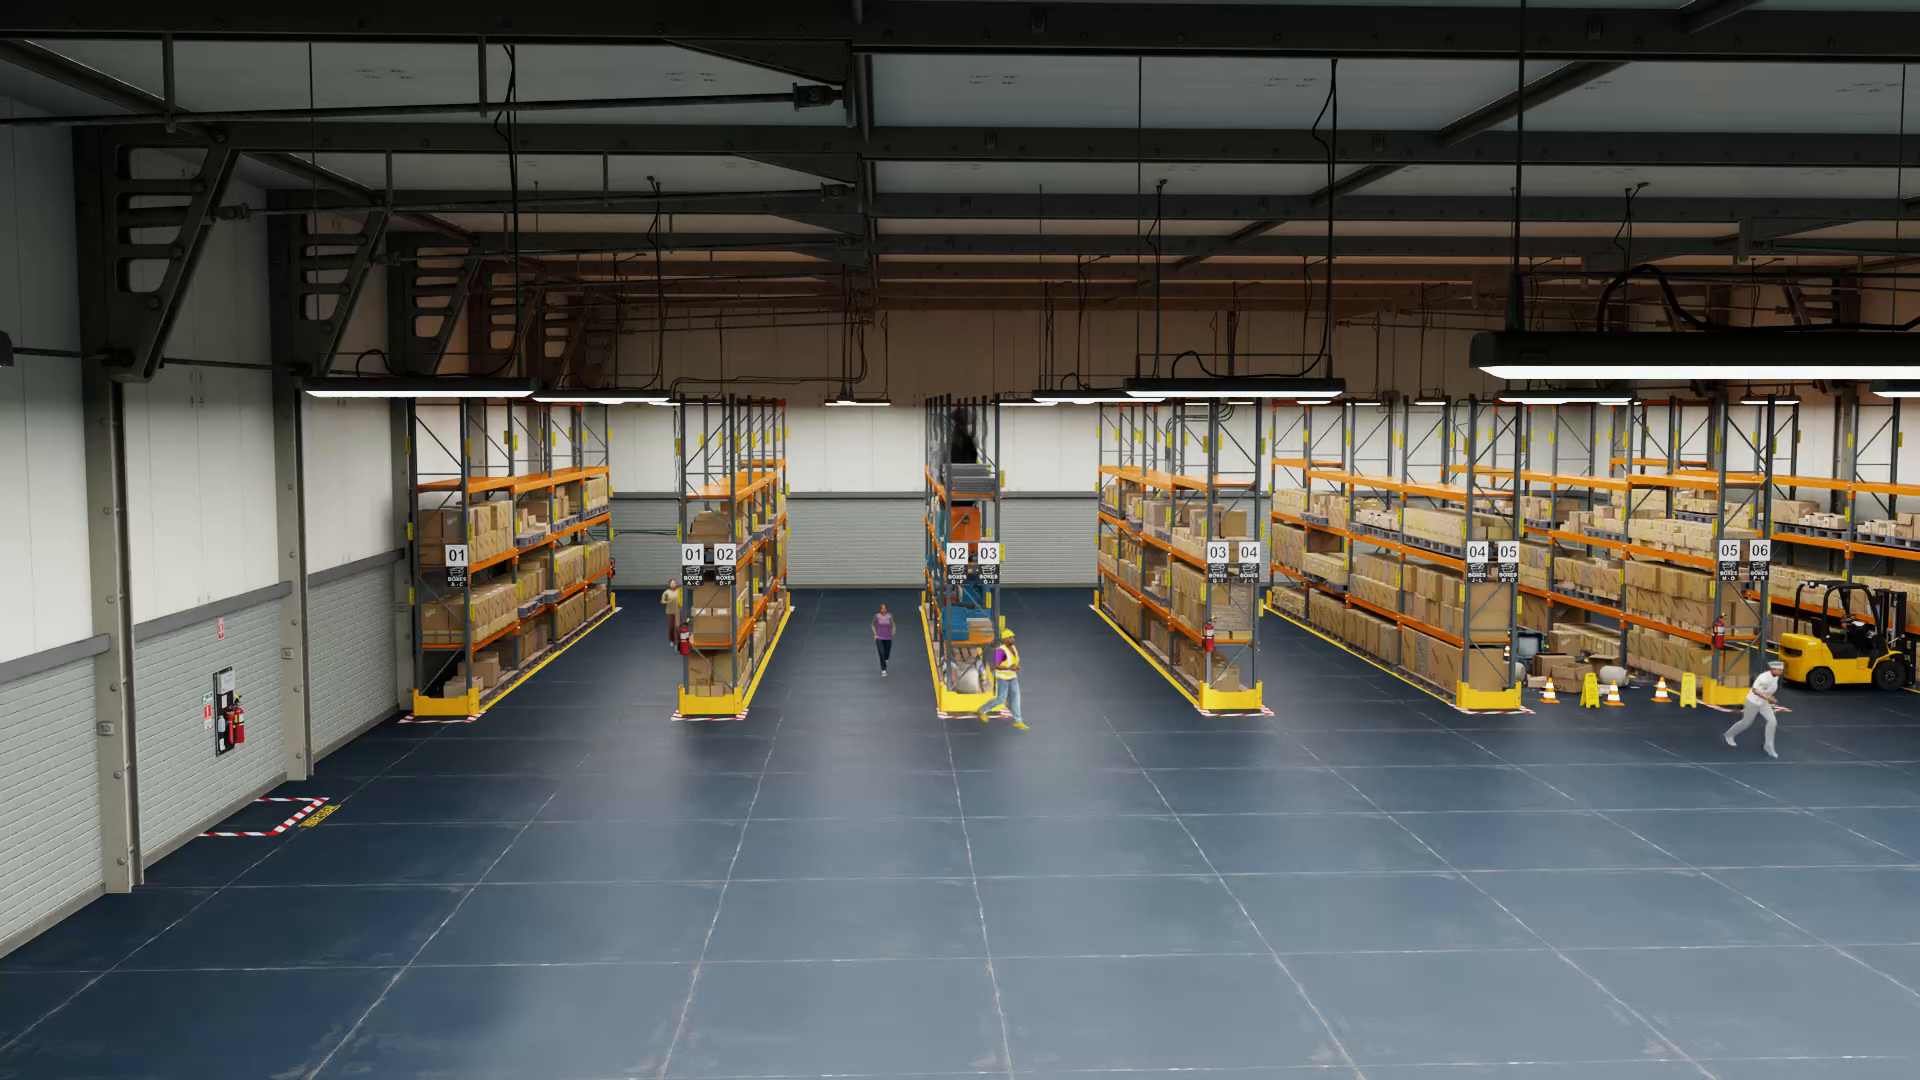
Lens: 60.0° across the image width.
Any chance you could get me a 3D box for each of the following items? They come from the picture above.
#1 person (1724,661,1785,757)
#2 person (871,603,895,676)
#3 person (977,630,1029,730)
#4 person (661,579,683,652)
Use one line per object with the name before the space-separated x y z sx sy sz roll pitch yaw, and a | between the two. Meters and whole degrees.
person | 13.241 2.771 27.722 0.617 1.625 0.986 -3 6 -35
person | -1.663 2.126 35.878 0.525 1.557 0.681 -1 5 -7
person | 0.799 2.487 29.798 0.978 1.772 0.710 3 5 34
person | -6.793 1.755 39.387 0.570 1.688 0.904 -1 5 -13
